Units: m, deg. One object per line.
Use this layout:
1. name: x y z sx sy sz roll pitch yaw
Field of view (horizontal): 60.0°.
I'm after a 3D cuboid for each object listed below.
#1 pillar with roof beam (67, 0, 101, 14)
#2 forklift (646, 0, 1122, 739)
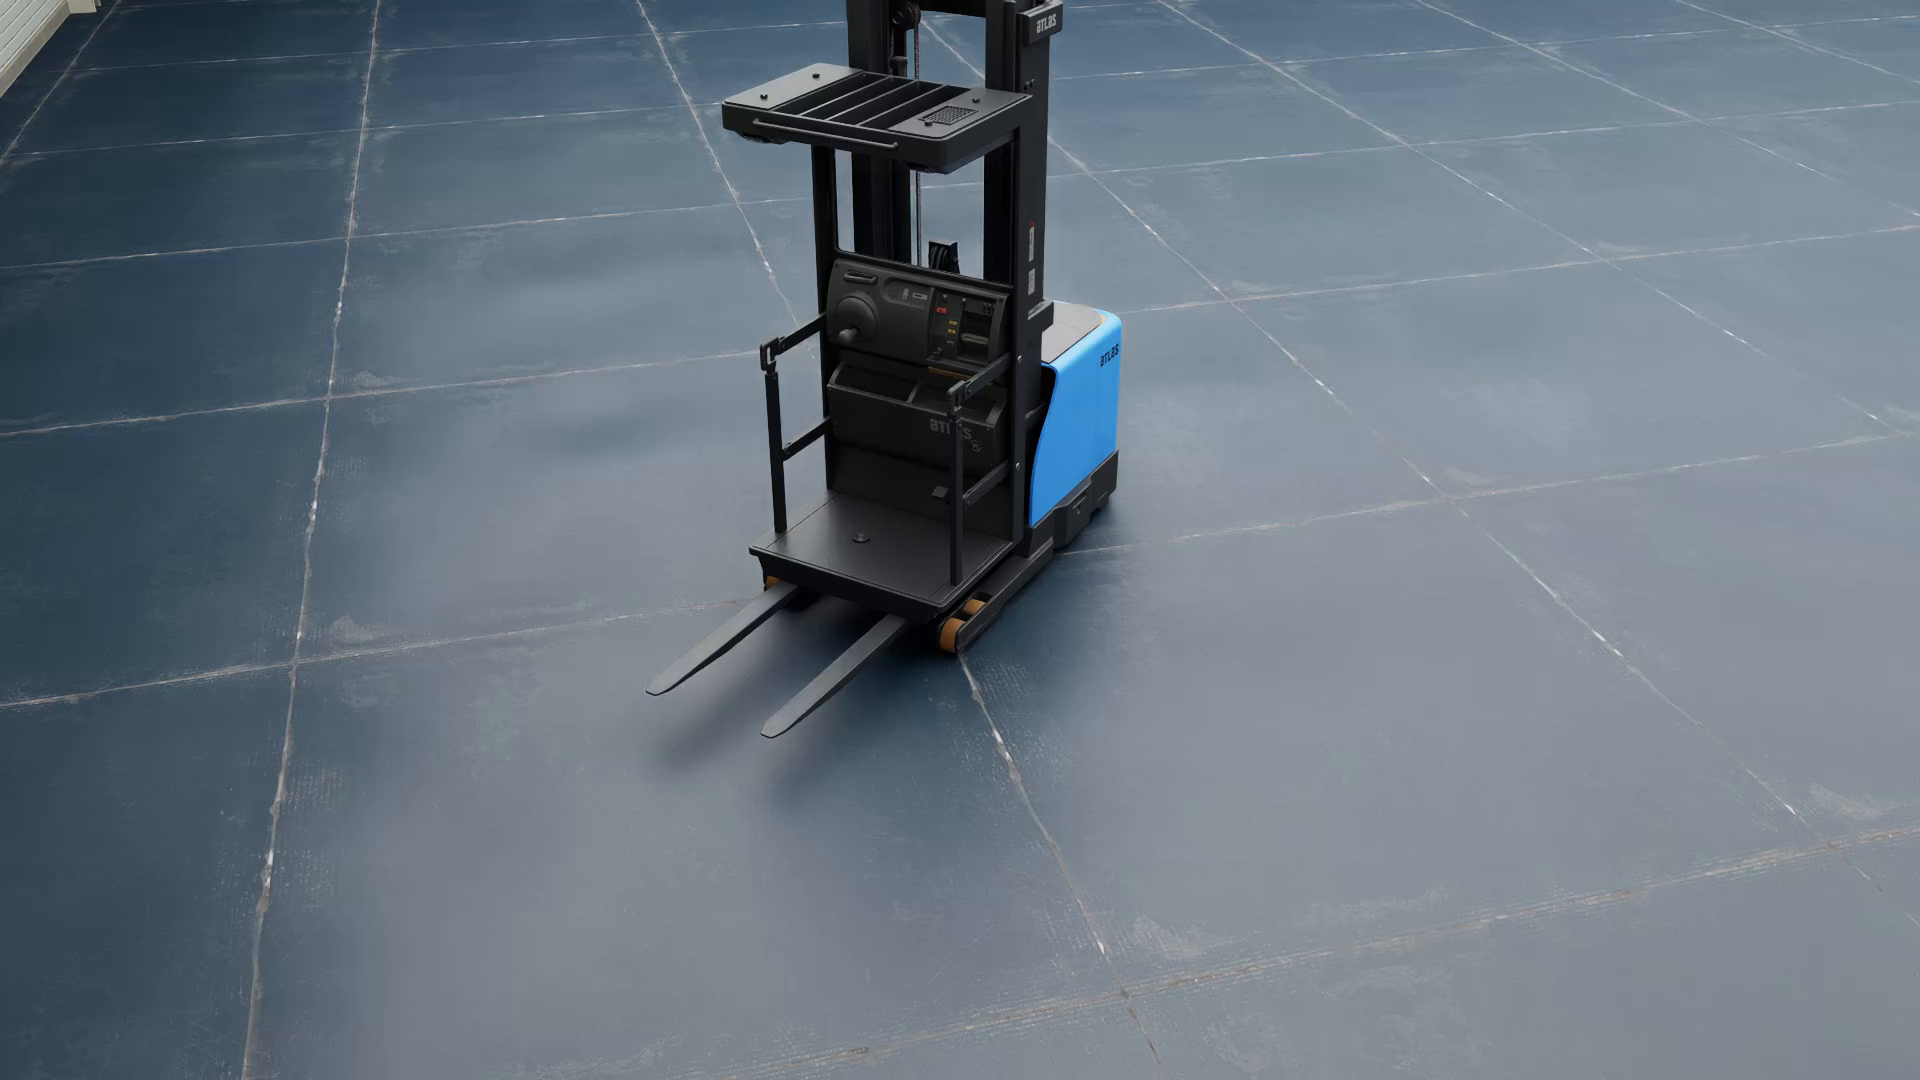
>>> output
1. pillar with roof beam: -6.126 -10.695 18.245 9.100 9.000 0.400 -8 31 -13
2. forklift: -0.314 -0.996 7.544 1.130 2.935 3.031 16 34 26
